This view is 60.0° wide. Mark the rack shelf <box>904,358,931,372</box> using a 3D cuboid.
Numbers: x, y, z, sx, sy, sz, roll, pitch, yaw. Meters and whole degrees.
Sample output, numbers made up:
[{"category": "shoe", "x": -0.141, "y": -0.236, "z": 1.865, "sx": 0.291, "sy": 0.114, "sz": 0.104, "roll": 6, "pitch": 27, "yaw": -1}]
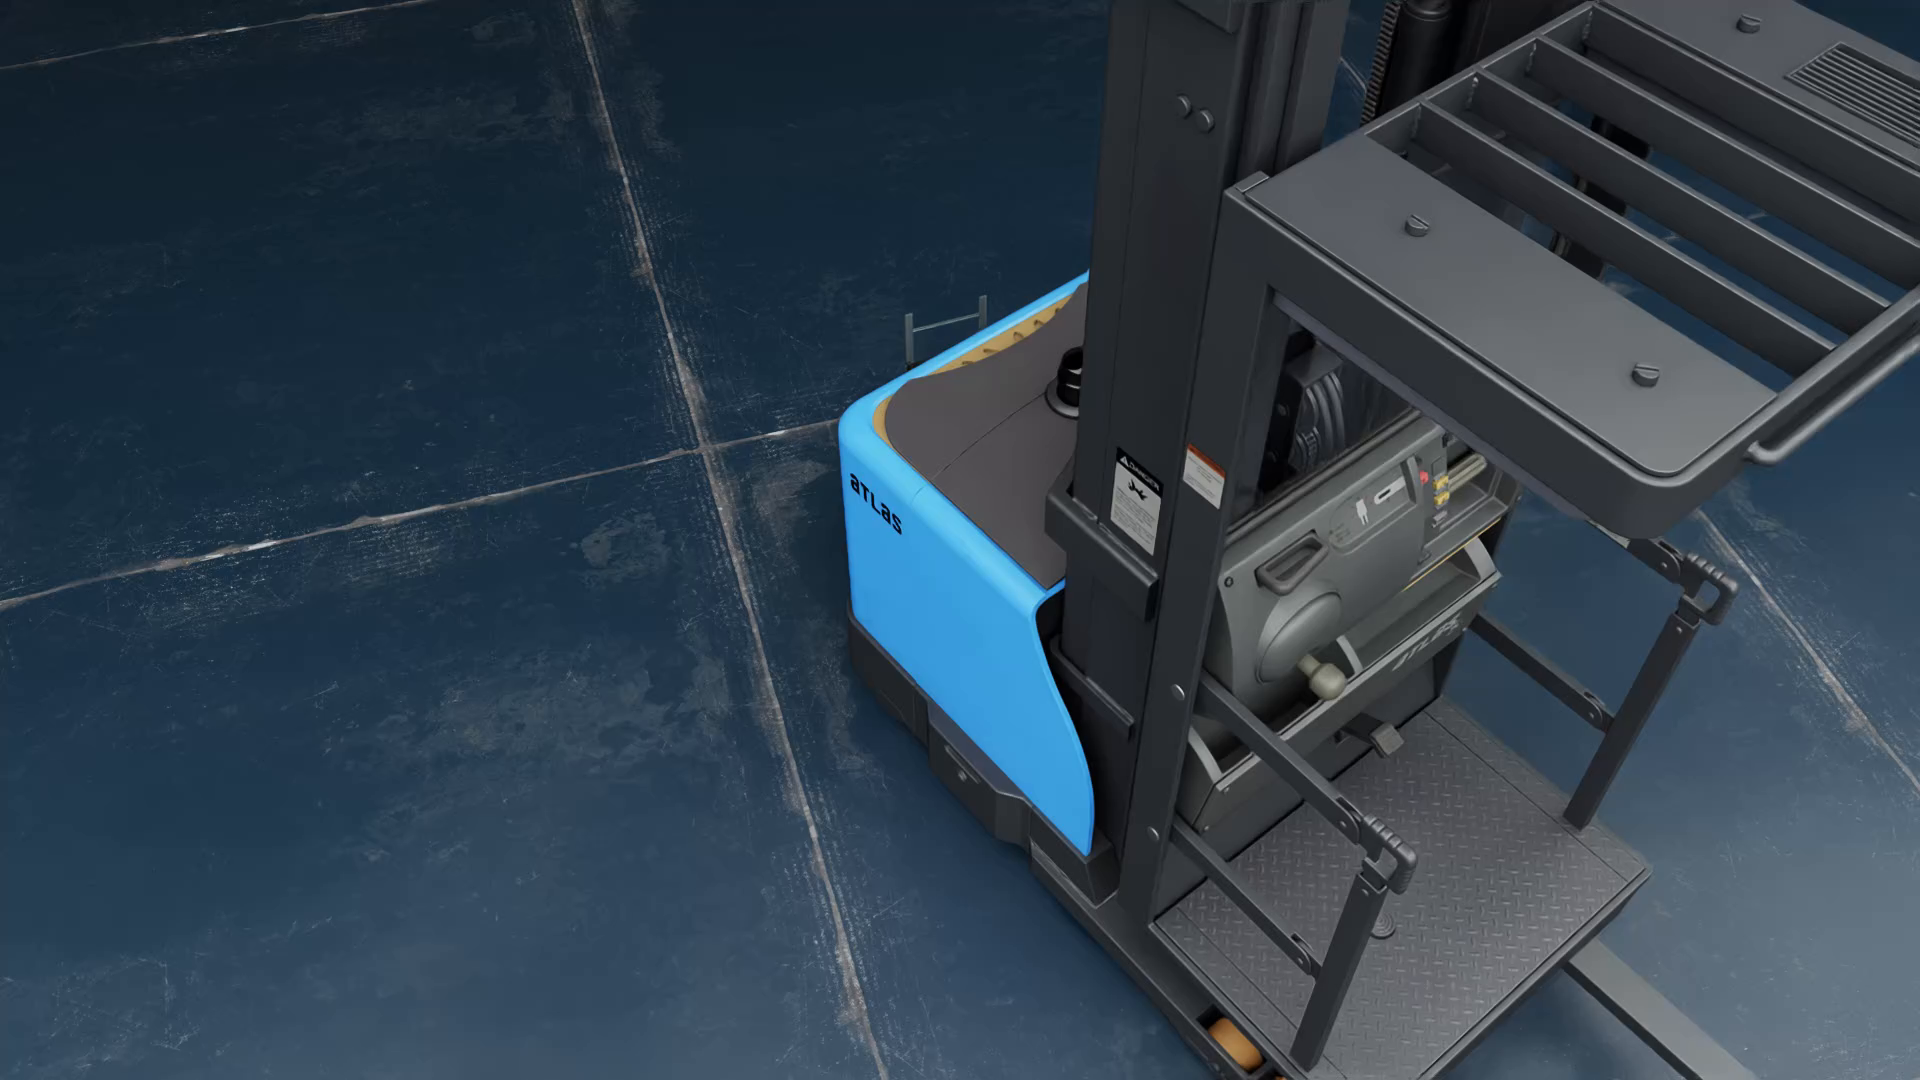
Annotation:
[{"category": "rack shelf", "x": -0.004, "y": -0.441, "z": 4.724, "sx": 0.258, "sy": 0.077, "sz": 0.200, "roll": -15, "pitch": 52, "yaw": -13}]

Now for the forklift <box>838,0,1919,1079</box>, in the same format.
[{"category": "forklift", "x": 0.998, "y": 0.074, "z": 3.271, "sx": 1.130, "sy": 2.935, "sz": 3.031, "roll": -32, "pitch": 57, "yaw": -24}]

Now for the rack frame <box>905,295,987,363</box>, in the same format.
[{"category": "rack frame", "x": -0.039, "y": -0.362, "z": 4.966, "sx": 0.240, "sy": 0.900, "sz": 0.006, "roll": -15, "pitch": 52, "yaw": -13}]

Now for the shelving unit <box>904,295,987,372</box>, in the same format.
[{"category": "shelving unit", "x": -0.004, "y": -0.288, "z": 4.904, "sx": 0.258, "sy": 0.900, "sz": 0.210, "roll": -15, "pitch": 52, "yaw": -13}]
